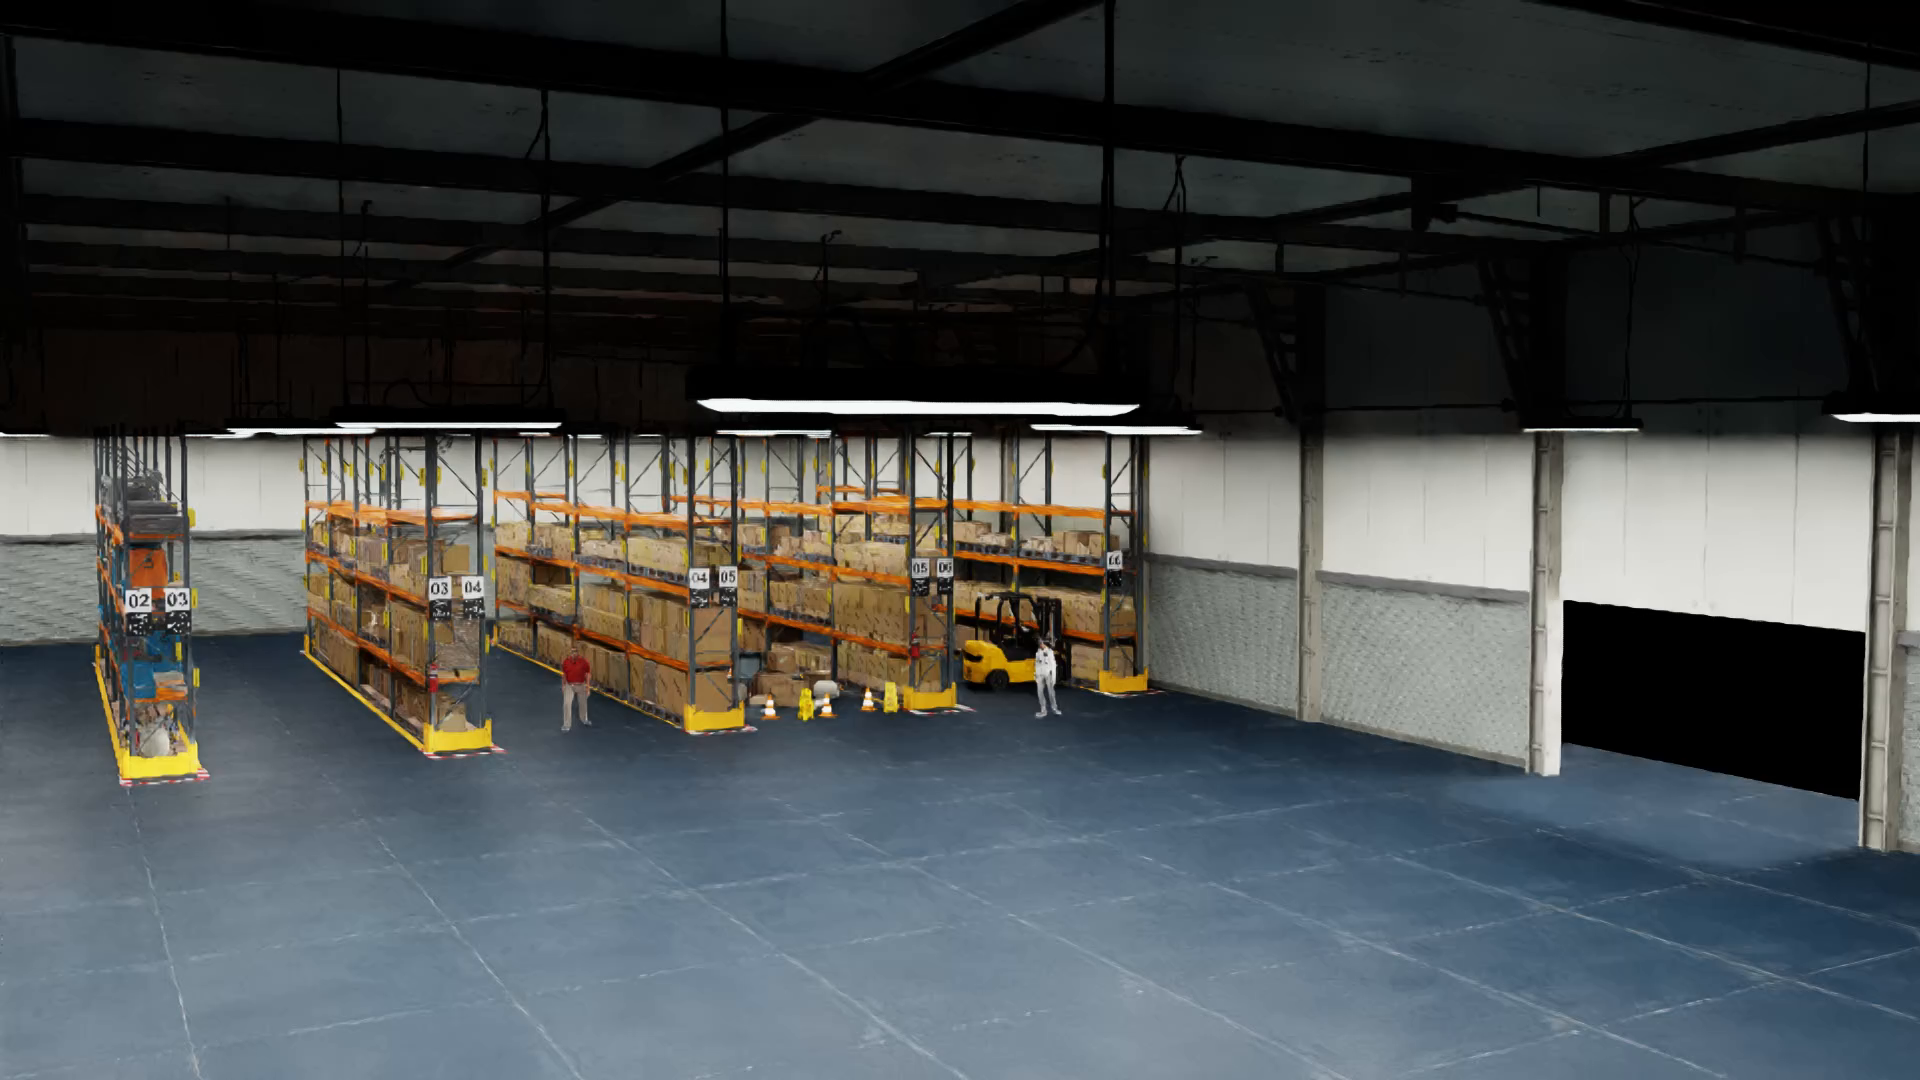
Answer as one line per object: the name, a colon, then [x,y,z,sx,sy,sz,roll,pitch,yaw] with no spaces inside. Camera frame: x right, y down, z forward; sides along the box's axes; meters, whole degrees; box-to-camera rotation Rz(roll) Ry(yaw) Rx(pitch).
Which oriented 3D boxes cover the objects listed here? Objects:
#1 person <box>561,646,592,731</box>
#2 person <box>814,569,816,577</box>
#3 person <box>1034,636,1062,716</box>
person: [-7.588,2.901,32.820,0.580,1.668,0.983,0,3,-6]
person: [-4.450,1.700,52.878,0.516,1.667,0.552,2,4,29]
person: [1.795,2.810,34.493,0.560,1.664,0.524,2,4,35]
